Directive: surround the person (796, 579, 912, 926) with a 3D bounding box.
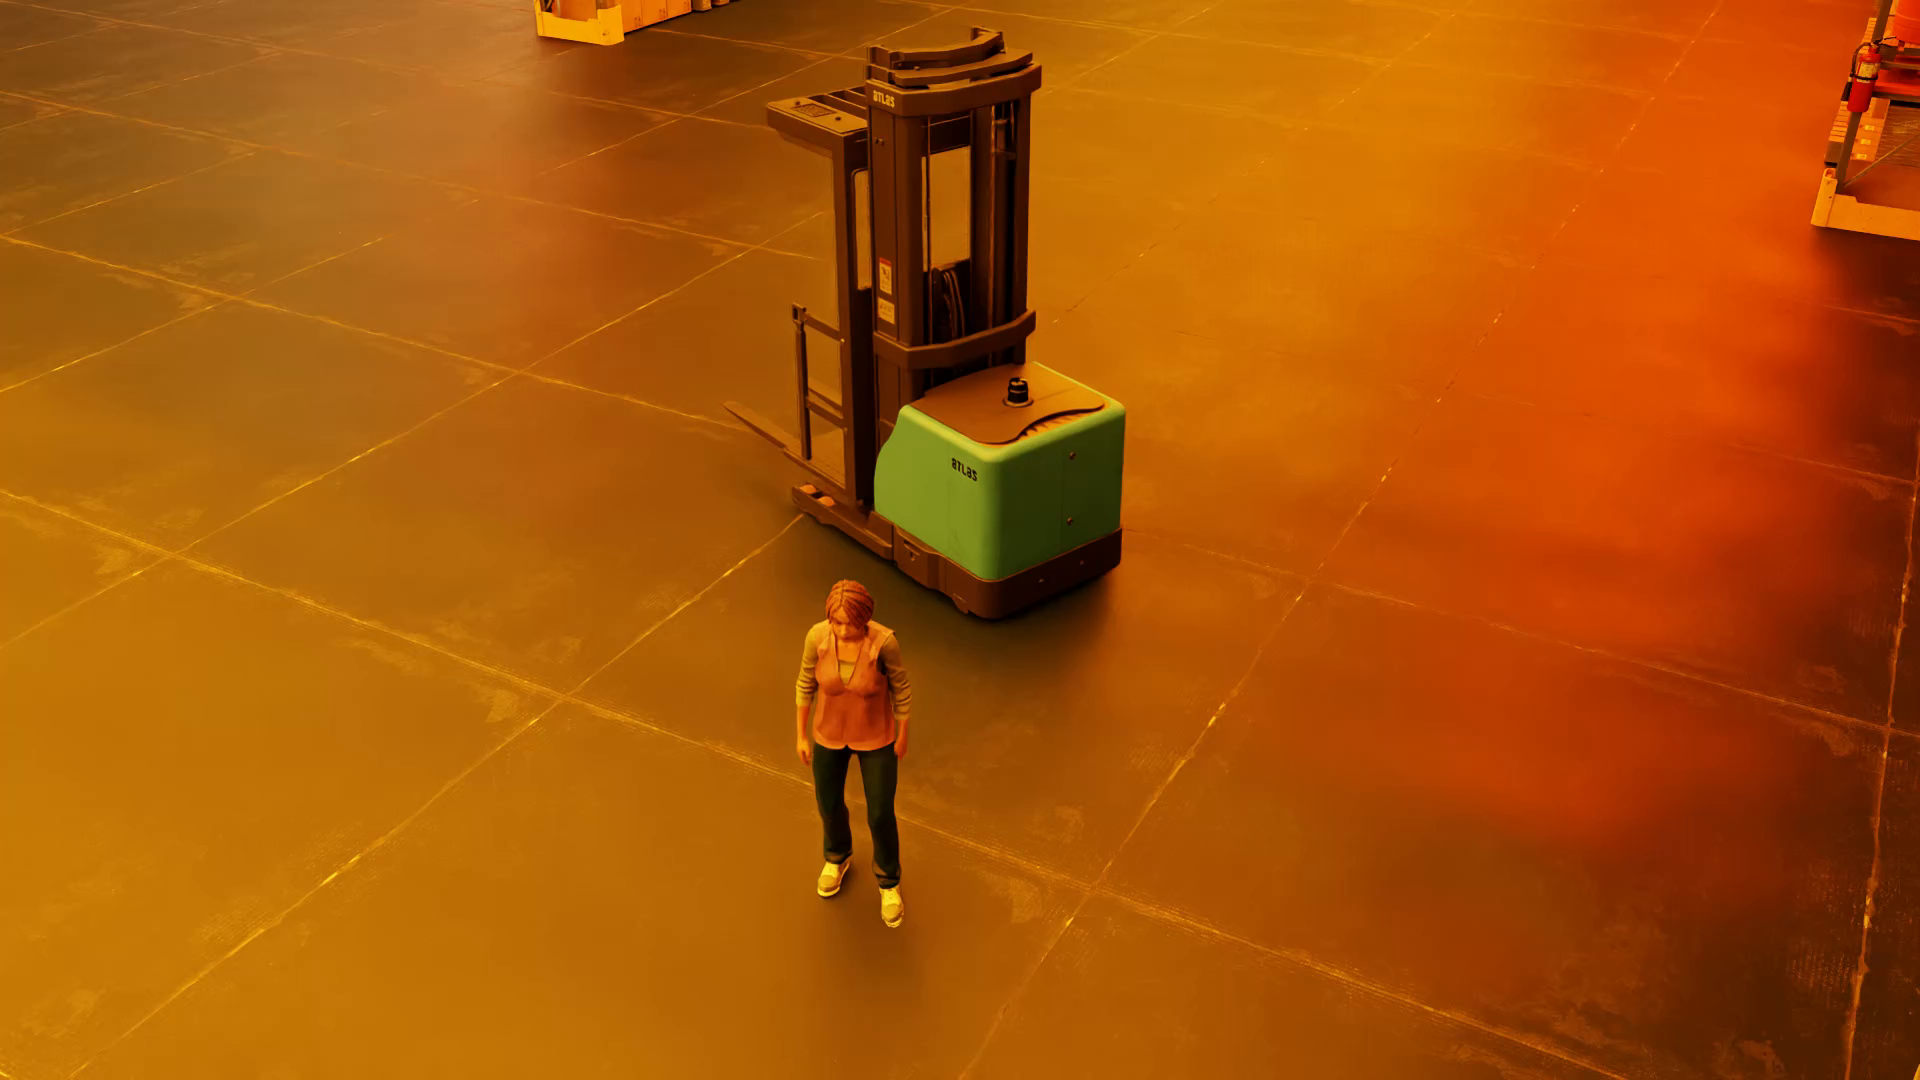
[{"bbox_3d":[-0.451,0.862,6.941,0.480,1.607,0.398,5,30,9],"label":"person"}]

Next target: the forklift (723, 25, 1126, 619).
[{"bbox_3d":[-0.382,-1.507,9.682,1.130,2.935,3.031,-22,37,-33],"label":"forklift"}]
